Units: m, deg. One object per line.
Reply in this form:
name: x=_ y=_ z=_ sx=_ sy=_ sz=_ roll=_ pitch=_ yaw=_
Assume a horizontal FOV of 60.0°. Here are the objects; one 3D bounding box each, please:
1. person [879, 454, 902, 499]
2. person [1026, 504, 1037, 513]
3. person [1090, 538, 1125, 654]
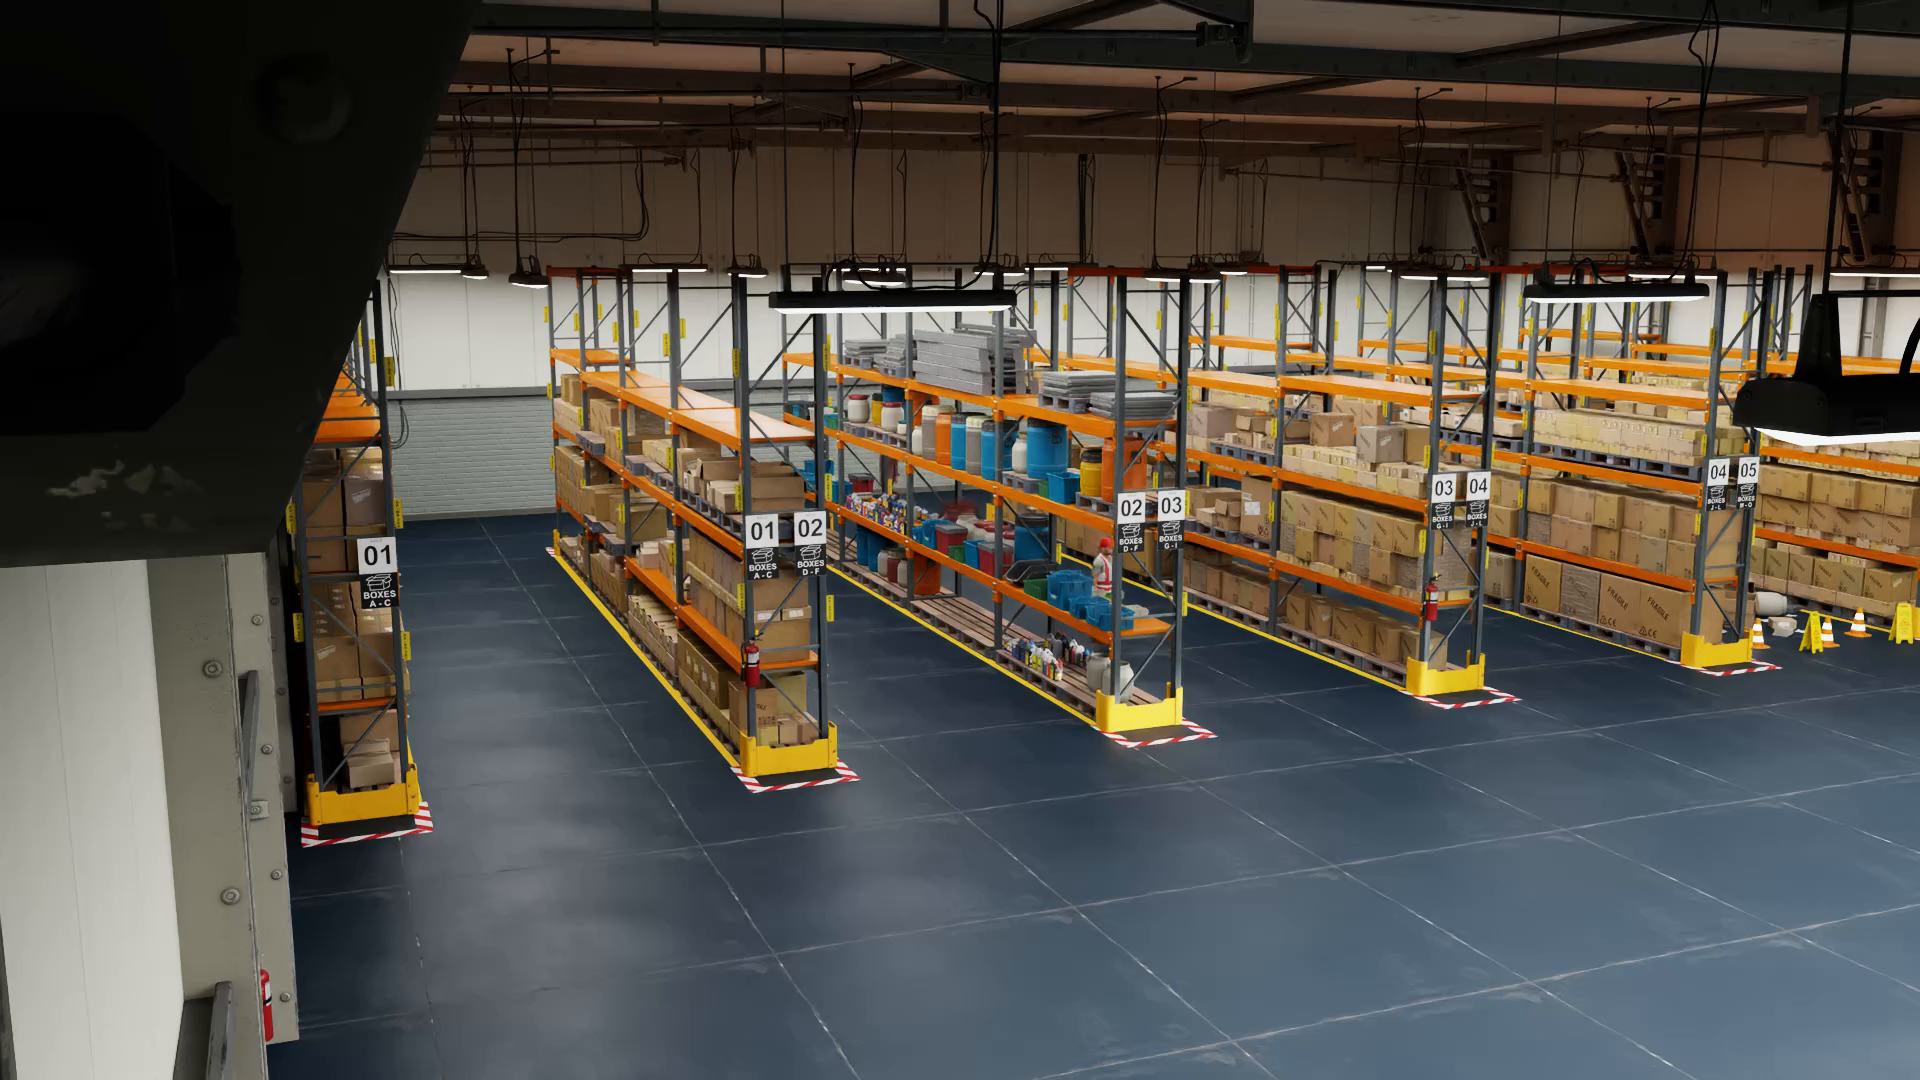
person: x=-1.713 y=-1.586 z=40.554 sx=0.766 sy=1.759 sz=0.560 roll=-7 pitch=12 yaw=-34
person: x=1.330 y=0.059 z=31.525 sx=0.456 sy=1.626 sz=0.863 roll=-4 pitch=11 yaw=-24
person: x=2.401 y=0.862 z=26.593 sx=0.721 sy=1.804 sz=0.561 roll=5 pitch=11 yaw=27
